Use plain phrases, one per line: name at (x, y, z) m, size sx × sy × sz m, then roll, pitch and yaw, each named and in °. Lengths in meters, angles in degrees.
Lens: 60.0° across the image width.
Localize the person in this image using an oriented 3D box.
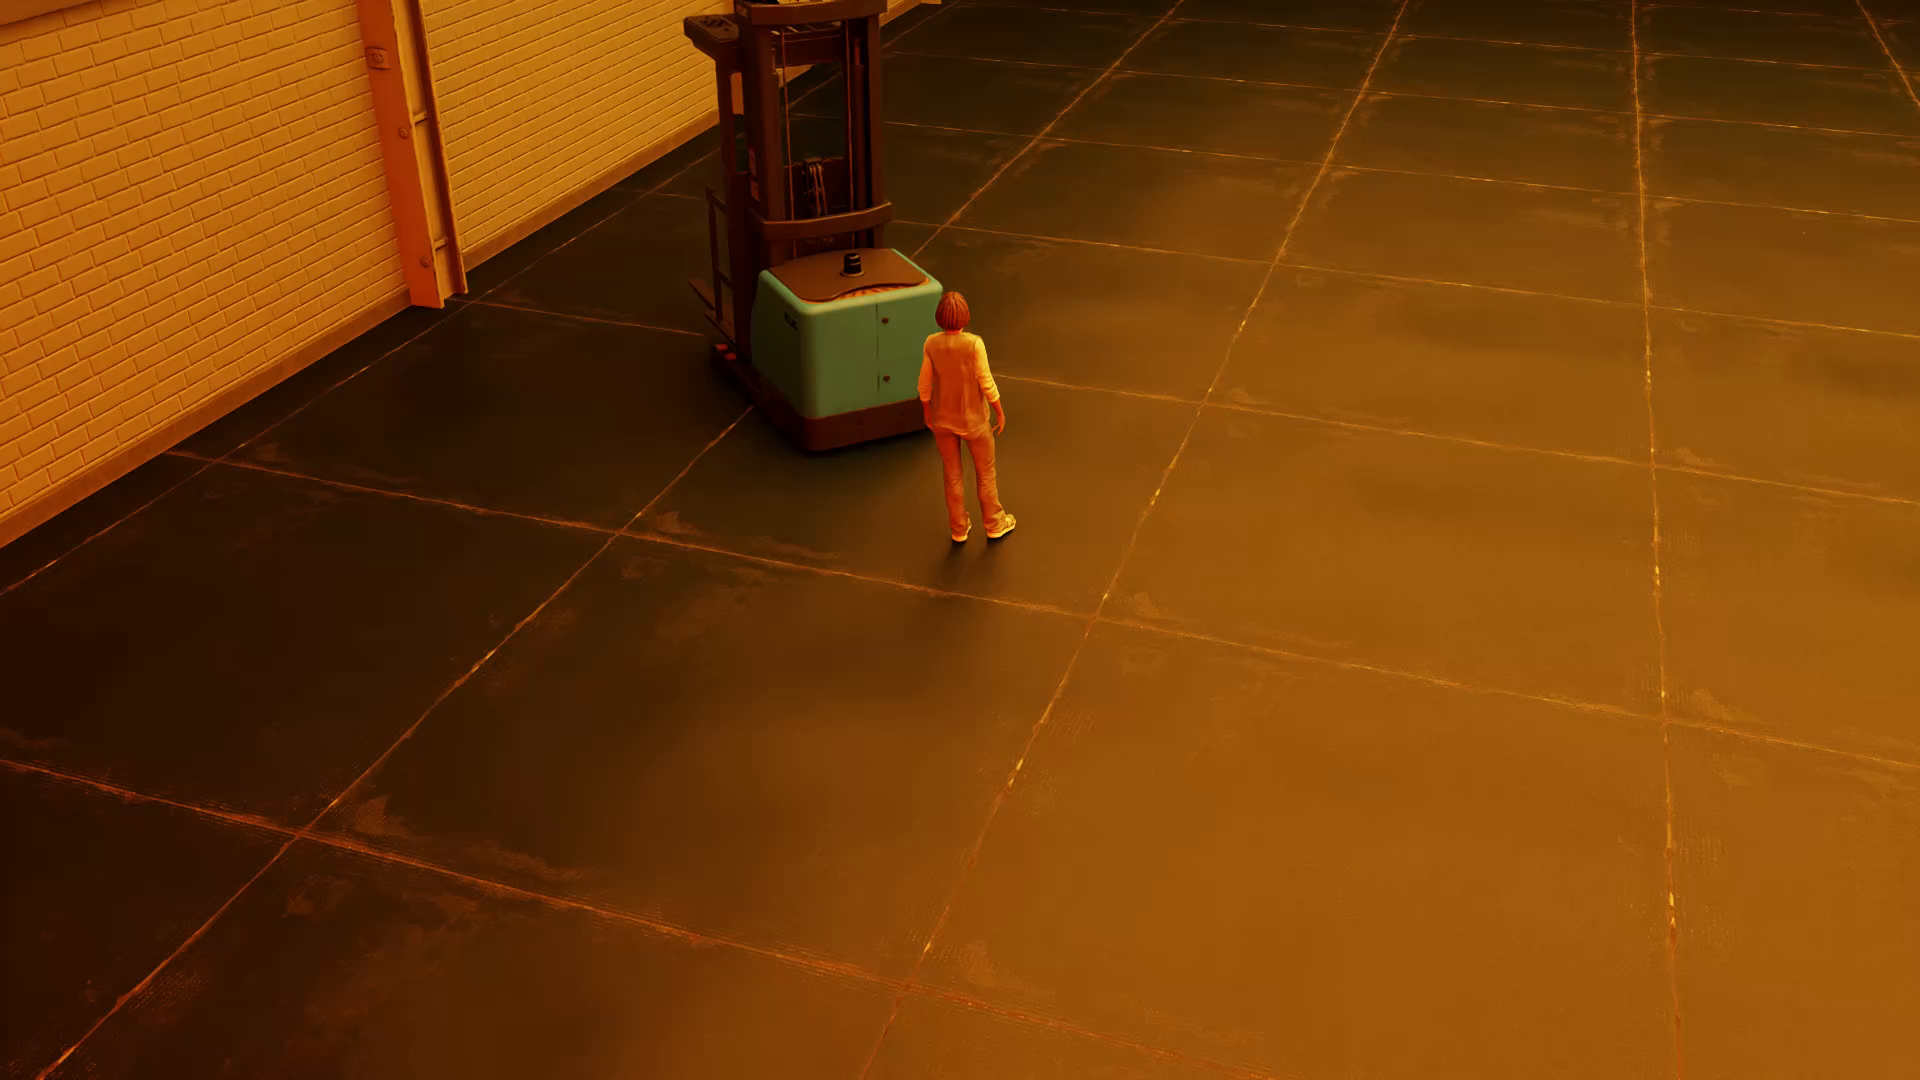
person at (0.037, -0.732, 9.754) m, size 0.521 × 1.596 × 0.475 m, roll 10°, pitch 31°, yaw 16°

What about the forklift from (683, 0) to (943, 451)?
forklift at (-1.200, -2.565, 11.636) m, size 1.130 × 2.935 × 3.031 m, roll -14°, pitch 32°, yaw -23°
